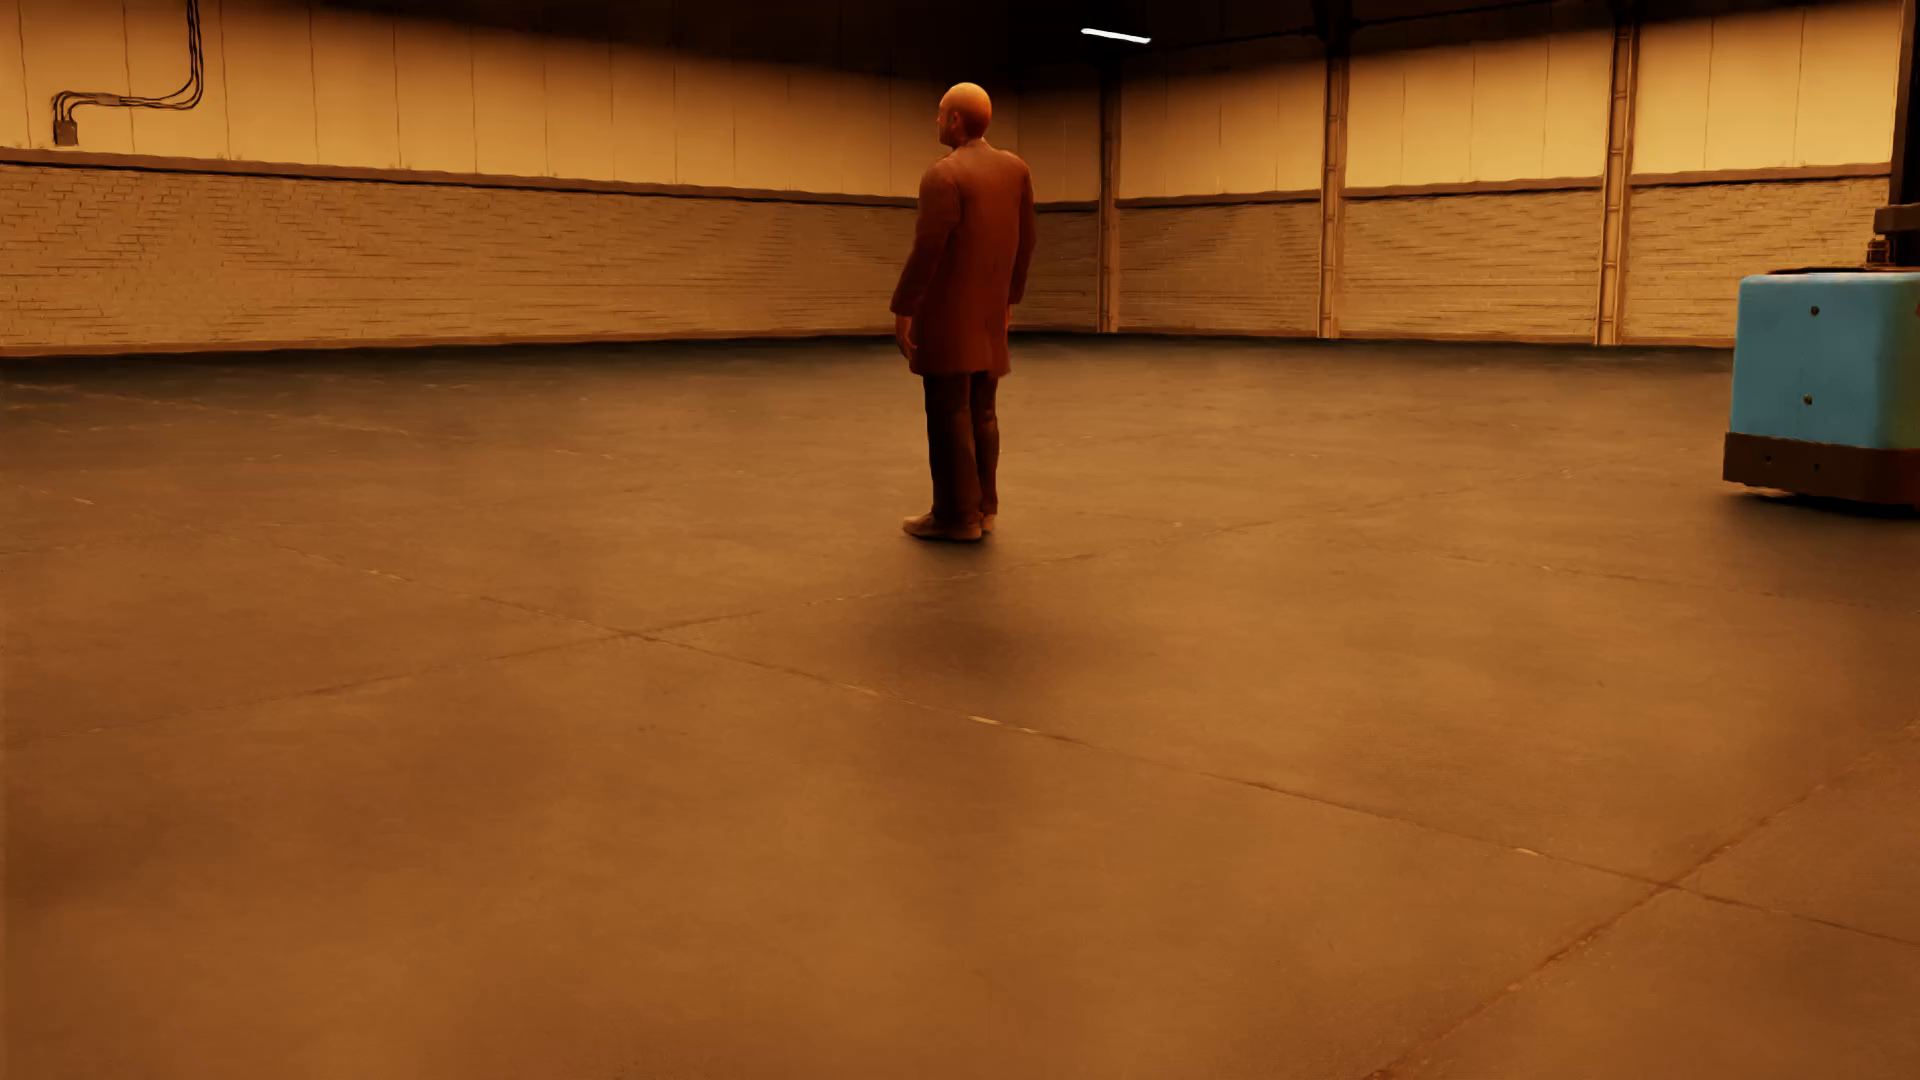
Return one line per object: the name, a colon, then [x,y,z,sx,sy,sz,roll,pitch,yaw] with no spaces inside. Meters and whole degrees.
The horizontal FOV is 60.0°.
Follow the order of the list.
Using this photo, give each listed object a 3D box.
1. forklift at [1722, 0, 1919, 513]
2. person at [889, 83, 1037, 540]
forklift: [5.335,-1.665,7.935,3.031,2.935,1.130,-2,9,-15]
person: [-0.062,-0.896,6.650,0.580,1.776,0.694,8,12,43]
